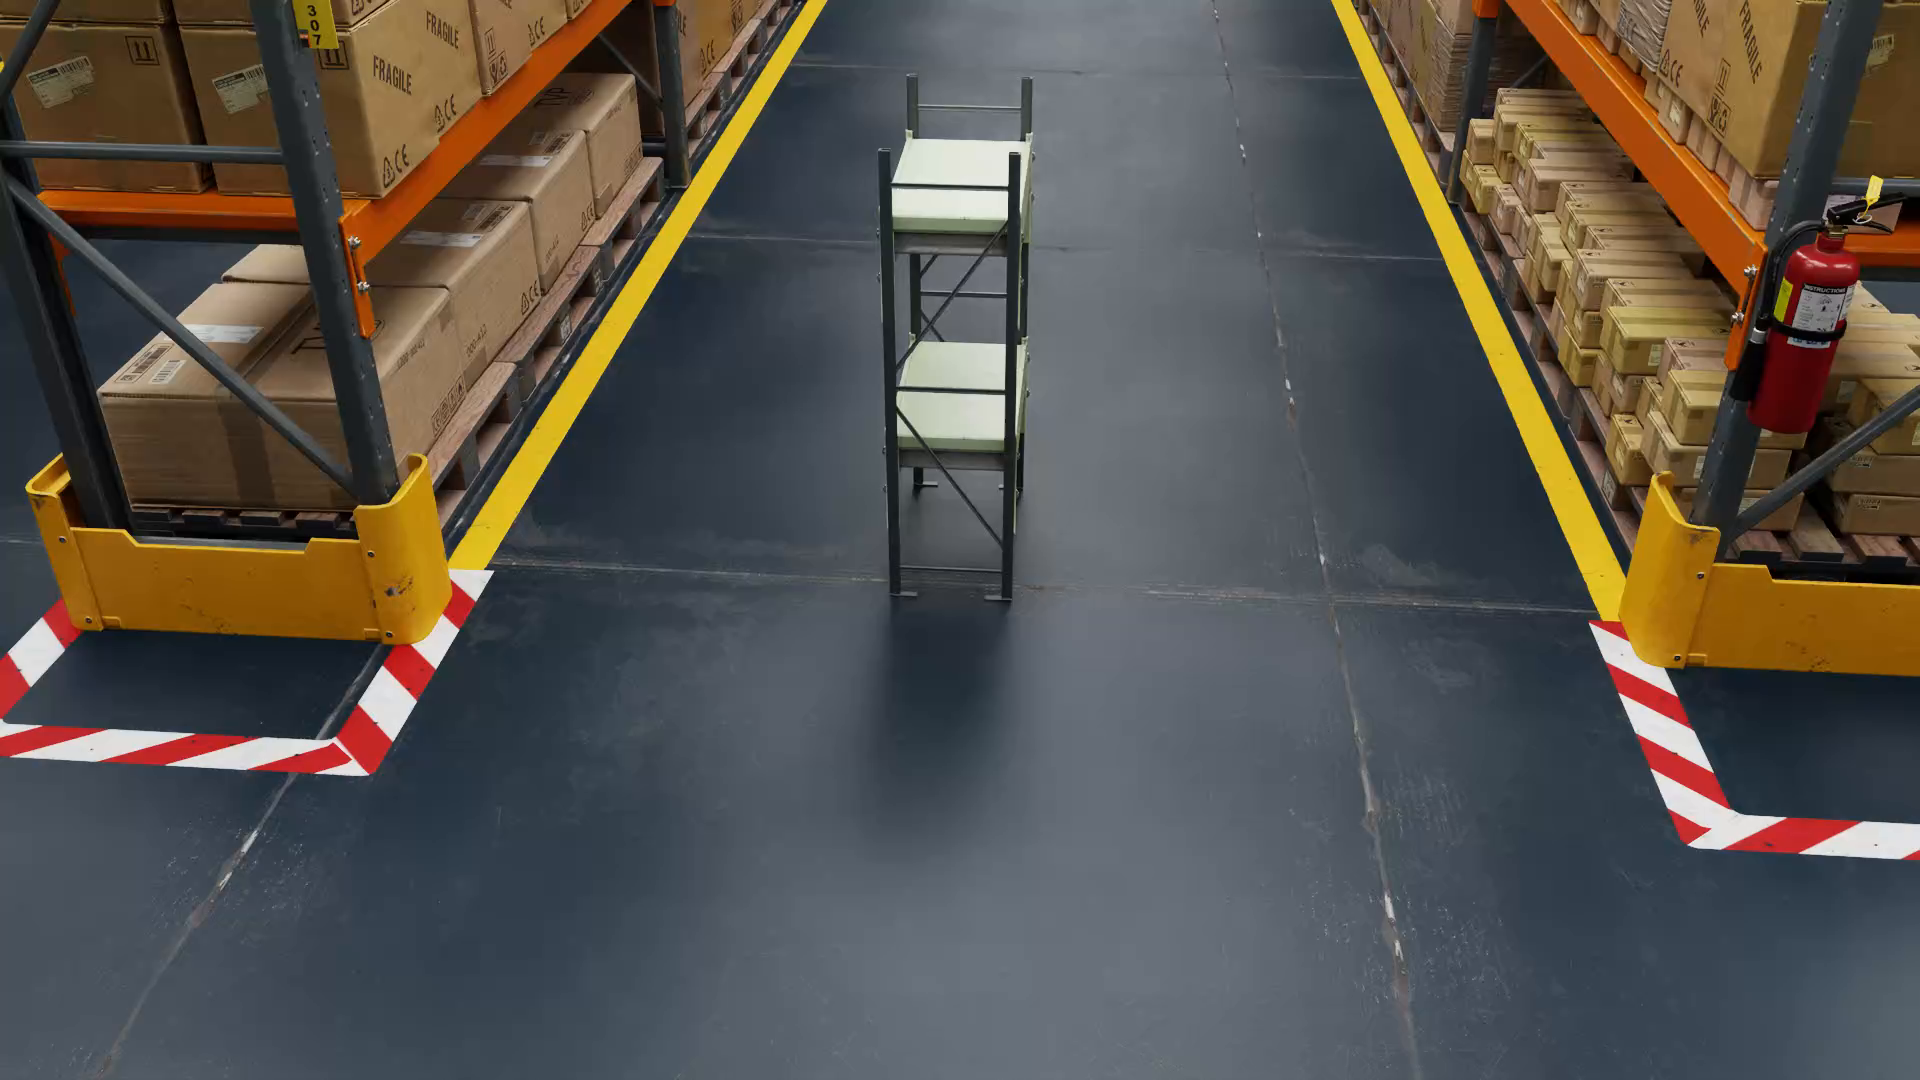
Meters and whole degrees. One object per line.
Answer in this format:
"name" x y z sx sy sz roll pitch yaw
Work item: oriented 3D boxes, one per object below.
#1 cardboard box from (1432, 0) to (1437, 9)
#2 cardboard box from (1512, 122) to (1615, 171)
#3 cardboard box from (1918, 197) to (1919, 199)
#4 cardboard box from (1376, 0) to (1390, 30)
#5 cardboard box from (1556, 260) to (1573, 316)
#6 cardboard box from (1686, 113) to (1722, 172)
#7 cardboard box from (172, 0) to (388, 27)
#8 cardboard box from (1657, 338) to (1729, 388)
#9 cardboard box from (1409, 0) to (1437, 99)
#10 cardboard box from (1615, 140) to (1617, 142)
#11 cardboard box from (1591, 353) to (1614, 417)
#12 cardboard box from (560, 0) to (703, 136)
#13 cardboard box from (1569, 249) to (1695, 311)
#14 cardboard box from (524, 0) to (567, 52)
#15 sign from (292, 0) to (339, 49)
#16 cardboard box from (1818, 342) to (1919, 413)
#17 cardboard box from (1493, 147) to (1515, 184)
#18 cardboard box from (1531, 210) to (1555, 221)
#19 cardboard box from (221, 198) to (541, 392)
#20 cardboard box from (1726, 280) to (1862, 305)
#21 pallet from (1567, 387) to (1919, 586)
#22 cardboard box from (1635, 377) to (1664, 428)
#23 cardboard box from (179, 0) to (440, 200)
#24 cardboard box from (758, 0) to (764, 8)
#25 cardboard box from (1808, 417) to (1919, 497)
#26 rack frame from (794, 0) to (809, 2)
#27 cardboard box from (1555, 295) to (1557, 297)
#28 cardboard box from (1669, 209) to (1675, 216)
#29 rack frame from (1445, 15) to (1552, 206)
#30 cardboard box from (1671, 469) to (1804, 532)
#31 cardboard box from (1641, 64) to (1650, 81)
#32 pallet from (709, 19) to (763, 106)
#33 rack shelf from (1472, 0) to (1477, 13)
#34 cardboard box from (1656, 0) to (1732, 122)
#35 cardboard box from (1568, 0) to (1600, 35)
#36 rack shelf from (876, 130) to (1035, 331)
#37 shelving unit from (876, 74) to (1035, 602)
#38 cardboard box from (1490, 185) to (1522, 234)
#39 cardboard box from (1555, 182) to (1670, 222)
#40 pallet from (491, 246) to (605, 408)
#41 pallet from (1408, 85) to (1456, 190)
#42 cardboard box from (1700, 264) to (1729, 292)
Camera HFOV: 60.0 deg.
"cardboard box" 2.878 -3.106 9.199 0.500 0.250 0.500 4 32 6
"cardboard box" 2.727 -1.775 7.521 0.380 0.149 0.250 2 32 3
"cardboard box" 3.021 -1.096 4.908 0.380 0.149 0.250 4 32 6
"cardboard box" 2.990 -3.588 10.695 0.500 0.500 0.500 3 32 5
"cardboard box" 2.556 -0.969 6.496 0.380 0.149 0.250 4 32 6
"cardboard box" 2.496 -1.248 5.156 0.380 0.149 0.250 2 32 4
"cardboard box" -1.930 -1.778 4.728 0.500 0.500 0.500 2 32 3
"cardboard box" 2.557 -0.547 5.529 0.380 0.149 0.250 3 32 5
"cardboard box" 2.865 -2.785 9.392 0.500 0.500 0.500 2 32 3
"cardboard box" 3.263 -1.890 7.707 0.380 0.149 0.250 3 32 5
"cardboard box" 2.558 -0.564 6.124 0.380 0.149 0.250 3 32 4
"cardboard box" -1.957 -2.764 9.001 0.875 0.875 0.875 3 32 6
"cardboard box" 2.502 -0.964 6.205 0.380 0.149 0.250 4 32 6
"cardboard box" -1.831 -2.146 6.277 0.500 0.500 0.500 3 32 6
"sign" -1.701 -1.446 4.337 0.100 0.325 0.005 2 32 4
"cardboard box" 2.972 -0.539 5.516 0.380 0.149 0.250 3 32 5
"cardboard box" 2.734 -1.784 7.819 0.380 0.149 0.250 3 32 4
"cardboard box" 2.680 -1.371 7.149 0.380 0.149 0.250 4 32 6
"cardboard box" -2.233 -0.987 6.535 0.875 0.438 0.875 3 32 5
"cardboard box" 3.090 -0.944 6.172 0.380 0.149 0.250 4 32 6
"pallet" 2.796 -0.188 5.854 1.003 0.211 1.213 2 32 4
"cardboard box" 2.522 -0.427 5.617 0.380 0.149 0.250 2 32 3
"cardboard box" -1.928 -1.352 4.990 0.500 0.500 0.500 2 32 4
"cardboard box" -1.741 -4.171 11.283 0.875 0.875 0.875 2 32 4
"cardboard box" 2.987 -0.267 5.358 0.380 0.149 0.250 4 32 6
"rack frame" -1.602 -5.254 11.417 1.000 3.000 0.127 2 32 4
"cardboard box" 2.654 -0.972 6.784 0.380 0.149 0.250 3 32 5
"cardboard box" 3.172 -1.373 7.153 0.380 0.149 0.250 3 32 5
"rack frame" 3.014 -3.004 7.765 1.000 3.000 0.127 2 32 4
"cardboard box" 2.523 -0.162 5.470 0.380 0.149 0.250 3 32 5
"cardboard box" 2.626 -1.658 5.820 0.380 0.149 0.250 1 32 2
"pallet" -1.843 -3.022 10.452 1.003 0.211 1.213 2 32 4
"rack shelf" 3.177 -3.743 9.651 1.077 0.370 4.000 2 32 4
"cardboard box" 2.516 -1.597 5.103 0.500 0.500 0.500 2 32 3
"cardboard box" 2.606 -2.072 6.493 0.380 0.149 0.250 4 32 6
"rack shelf" 0.001 -0.974 5.157 0.431 0.370 0.720 2 32 4
"shelving unit" 0.001 -0.642 5.362 0.431 1.500 0.755 2 32 4
"cardboard box" 2.674 -1.521 7.676 0.380 0.149 0.250 2 32 4
"cardboard box" 2.686 -1.362 6.851 0.380 0.149 0.250 1 32 2
"pallet" -2.164 -0.941 7.076 1.003 0.211 1.213 2 32 4
"pallet" 3.076 -2.224 9.157 1.003 0.211 1.213 2 32 4
"cardboard box" 3.034 -0.955 6.475 0.380 0.149 0.250 4 32 7
